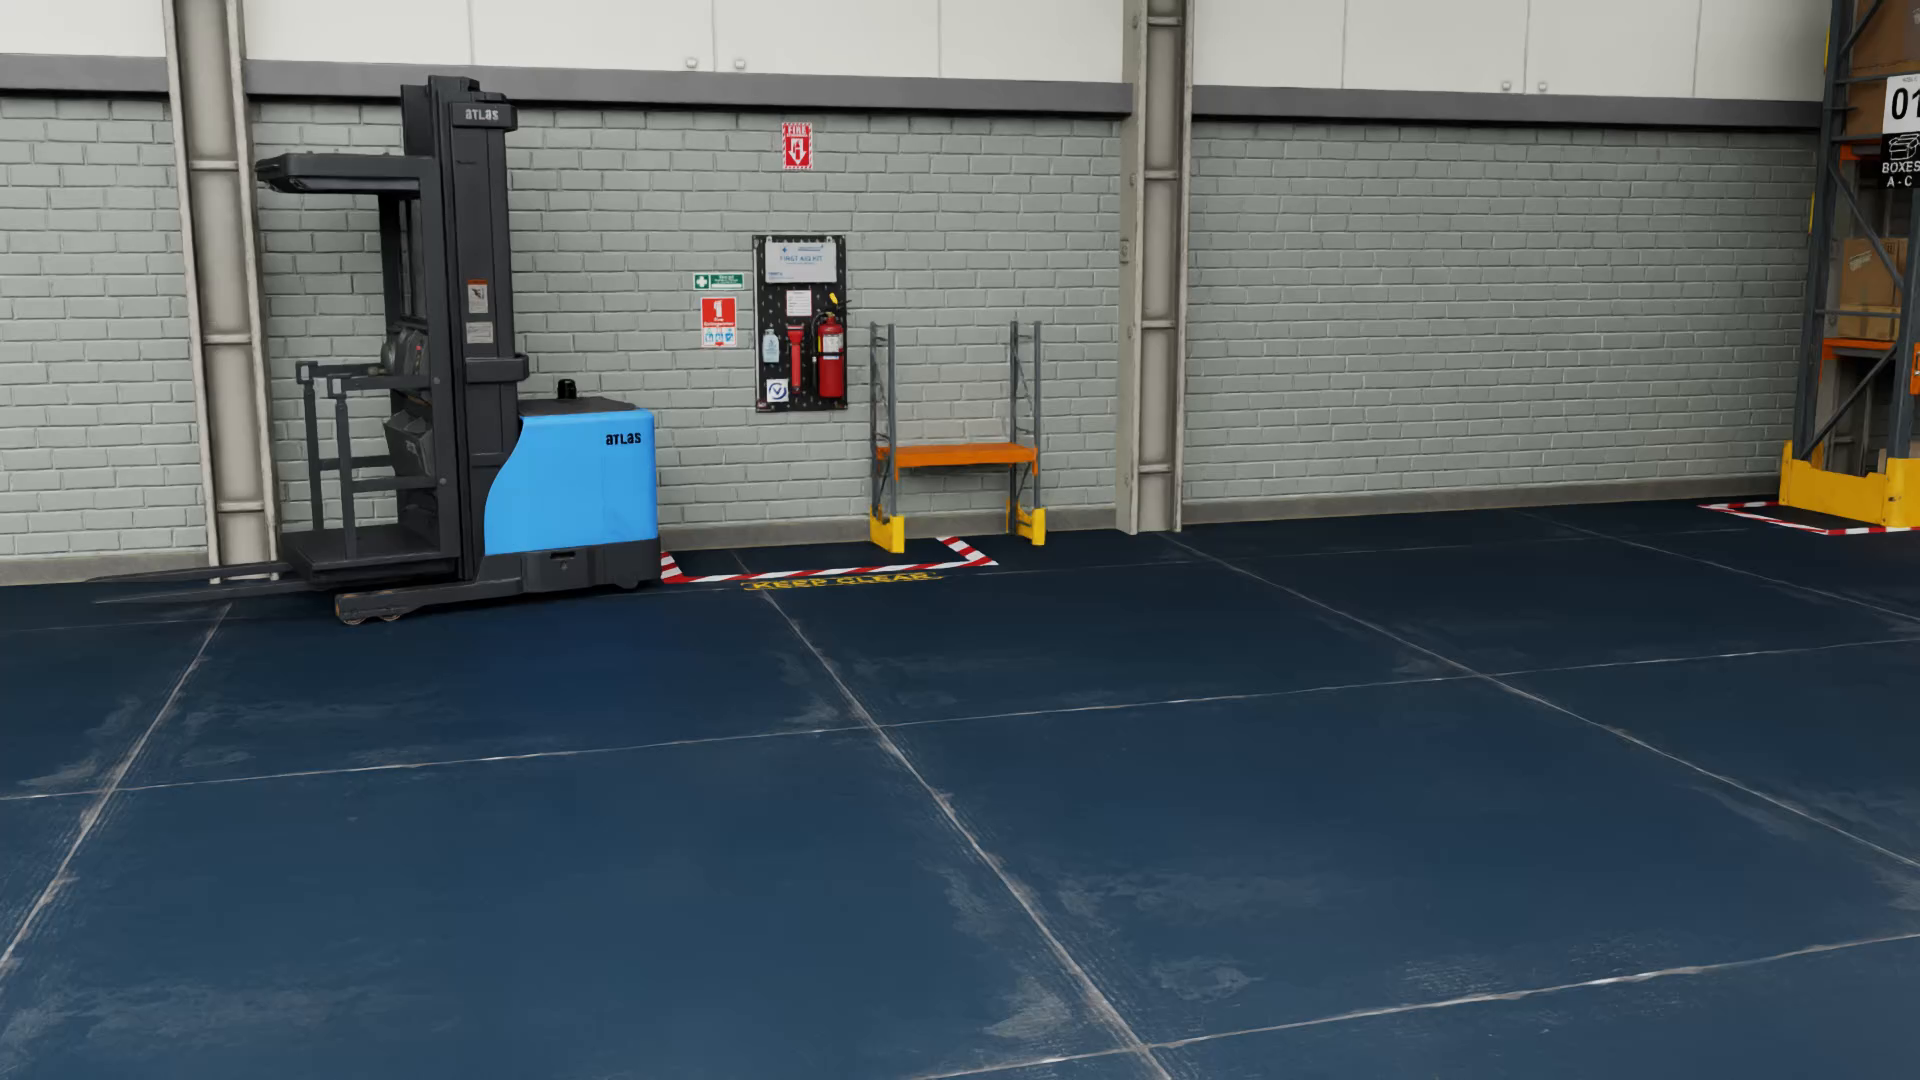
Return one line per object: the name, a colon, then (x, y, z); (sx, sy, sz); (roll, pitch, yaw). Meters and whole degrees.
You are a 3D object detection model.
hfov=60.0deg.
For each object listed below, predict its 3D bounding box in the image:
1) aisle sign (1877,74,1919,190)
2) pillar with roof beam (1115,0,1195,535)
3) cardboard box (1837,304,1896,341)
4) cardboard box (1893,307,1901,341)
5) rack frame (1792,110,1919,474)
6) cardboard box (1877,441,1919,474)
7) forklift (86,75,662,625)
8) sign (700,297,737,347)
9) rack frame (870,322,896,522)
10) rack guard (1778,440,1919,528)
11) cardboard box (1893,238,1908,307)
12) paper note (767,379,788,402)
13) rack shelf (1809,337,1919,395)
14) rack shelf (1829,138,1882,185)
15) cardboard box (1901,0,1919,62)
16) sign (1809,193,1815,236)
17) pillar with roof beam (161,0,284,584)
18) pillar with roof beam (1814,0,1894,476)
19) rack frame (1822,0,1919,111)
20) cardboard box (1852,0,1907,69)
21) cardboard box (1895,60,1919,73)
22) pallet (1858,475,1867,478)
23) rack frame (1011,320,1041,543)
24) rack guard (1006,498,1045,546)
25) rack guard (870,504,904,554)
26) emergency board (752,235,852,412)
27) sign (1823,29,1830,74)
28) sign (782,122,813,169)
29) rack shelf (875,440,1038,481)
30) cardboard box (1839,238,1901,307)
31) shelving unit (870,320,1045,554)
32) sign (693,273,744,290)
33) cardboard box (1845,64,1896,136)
aisle sign: (6.696, -2.891, 11.785); (0.004, 0.787, 0.394); (-3, 11, -16)
pillar with roof beam: (2.554, -3.752, 7.075); (0.400, 9.000, 9.100); (-3, 11, -16)
cardboard box: (7.076, -1.662, 12.646); (0.500, 0.250, 0.500); (-3, 11, -15)
cardboard box: (7.238, -1.574, 12.169); (0.500, 0.250, 0.500); (-3, 11, -18)
rack frame: (6.681, -1.668, 12.323); (0.127, 3.000, 1.000); (-3, 11, -16)
cardboard box: (7.371, -0.582, 12.632); (0.500, 0.311, 0.500); (-4, 11, -22)
forklift: (-3.321, -1.088, 9.364); (3.031, 2.935, 1.130); (-6, 12, -30)
sign: (-1.592, -1.439, 10.982); (0.234, 0.329, 0.001); (-3, 11, -16)
rack frame: (-0.514, -0.693, 11.099); (0.032, 1.500, 0.500); (-3, 10, -18)
rack guard: (6.754, -0.443, 12.570); (0.348, 0.500, 1.175); (-3, 11, -16)
cardboard box: (7.224, -1.945, 12.114); (0.500, 0.500, 0.500); (-3, 11, -16)
paper note: (-1.222, -1.002, 11.136); (0.142, 0.148, 0.016); (-3, 11, -16)
rack shelf: (8.601, -1.416, 12.938); (4.000, 0.370, 1.077); (-3, 11, -16)
rack shelf: (8.601, -2.891, 12.666); (4.000, 0.370, 1.077); (-3, 11, -16)
cardboard box: (7.119, -3.671, 11.827); (0.500, 0.500, 0.500); (-4, 11, -20)
sign: (6.545, -2.491, 12.719); (0.005, 0.325, 0.100); (-3, 11, -16)
pillar with roof beam: (-3.207, -3.449, 5.425); (0.400, 9.000, 9.100); (-3, 11, -16)
pillar with roof beam: (8.315, -4.056, 8.724); (0.400, 9.000, 9.100); (-3, 11, -16)
rack frame: (6.681, -4.619, 11.780); (0.127, 3.000, 1.000); (-3, 11, -16)
cardboard box: (7.022, -3.761, 12.316); (0.500, 0.500, 0.500); (-3, 11, -13)
cardboard box: (7.072, -3.176, 11.897); (0.500, 0.500, 0.500); (-3, 11, -14)
pallet: (7.544, -0.336, 12.786); (1.213, 0.211, 1.003); (-3, 11, -16)
rack frame: (0.450, -0.747, 11.418); (0.032, 1.500, 0.500); (-3, 10, -18)
rack guard: (0.451, -0.130, 11.517); (0.087, 0.250, 0.587); (-3, 10, -18)
rack guard: (-0.493, -0.077, 11.204); (0.087, 0.250, 0.587); (-3, 10, -18)
emergency board: (-1.033, -1.432, 11.040); (0.643, 1.169, 0.194); (-3, 11, -16)
sign: (6.545, -3.676, 12.501); (0.005, 0.325, 0.100); (-3, 11, -16)
sign: (-1.068, -2.589, 10.922); (0.199, 0.298, 0.001); (-3, 11, -16)
rack shelf: (-0.032, -0.542, 11.287); (1.000, 0.185, 0.538); (-3, 10, -18)
cardboard box: (7.074, -2.034, 12.597); (0.500, 0.500, 0.500); (-3, 11, -17)
shelving unit: (-0.024, -0.720, 11.261); (1.083, 1.500, 0.587); (-3, 10, -18)
sign: (-1.586, -1.699, 10.927); (0.331, 0.109, 0.001); (-3, 11, -16)
cardboard box: (7.011, -3.268, 12.394); (0.500, 0.500, 0.500); (-2, 11, -12)
